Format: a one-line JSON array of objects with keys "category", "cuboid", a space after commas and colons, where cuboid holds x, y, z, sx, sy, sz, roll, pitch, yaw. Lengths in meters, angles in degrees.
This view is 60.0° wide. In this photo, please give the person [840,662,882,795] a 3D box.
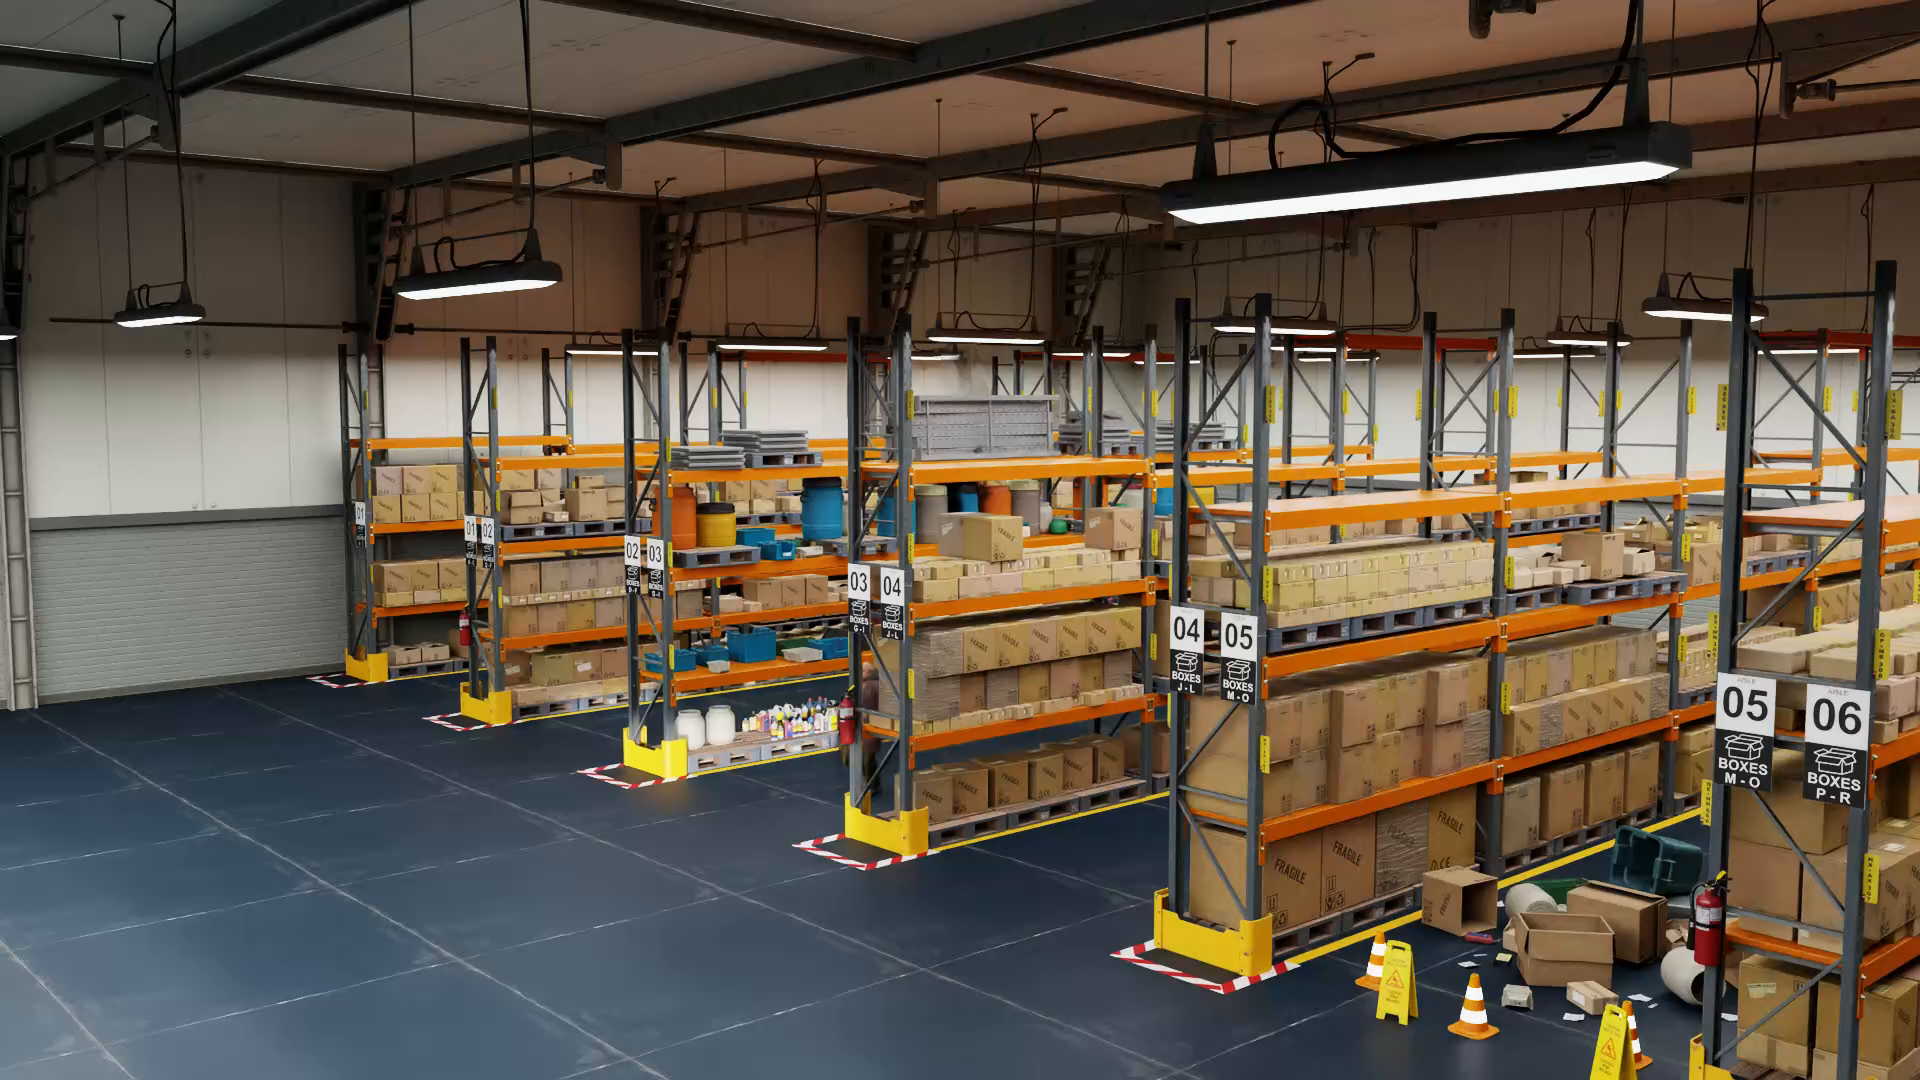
[{"category": "person", "cuboid": [-1.209, 2.403, 21.085, 0.706, 1.737, 0.706, 3, 6, 34]}]
